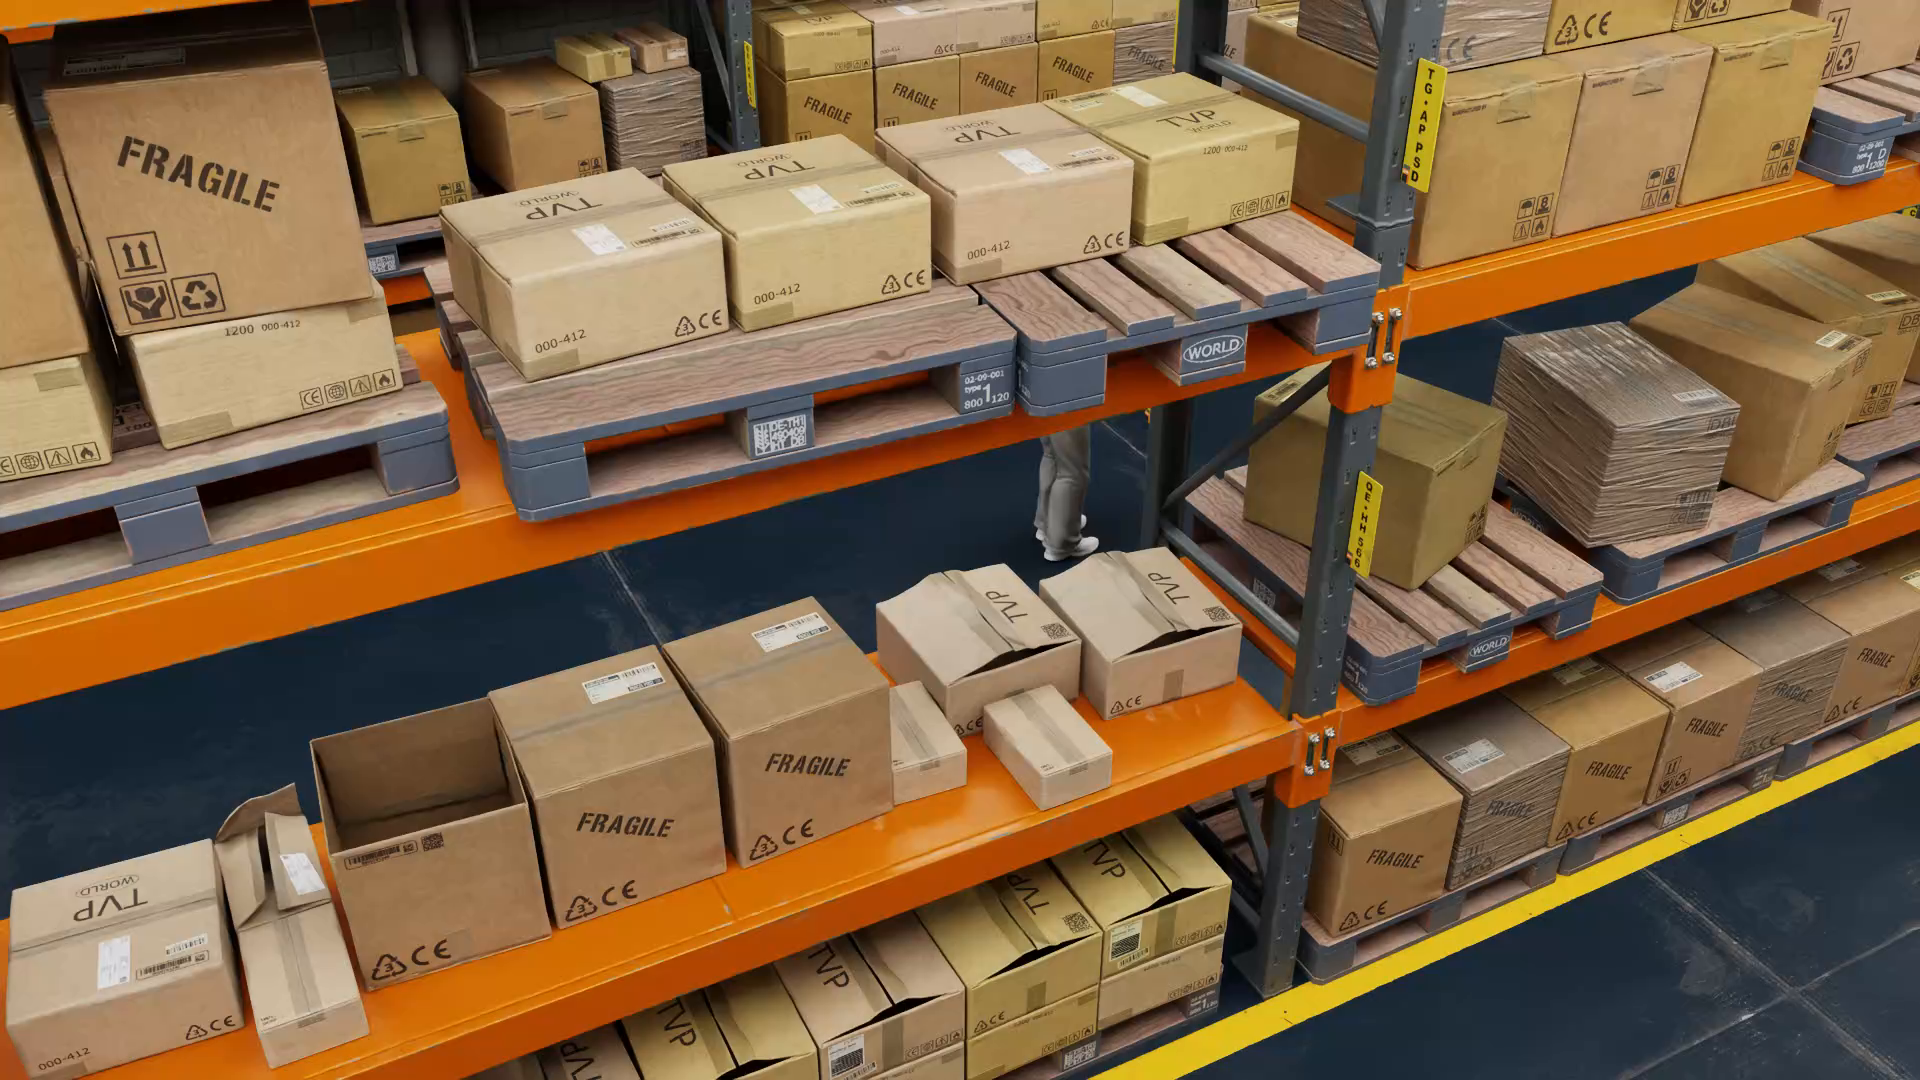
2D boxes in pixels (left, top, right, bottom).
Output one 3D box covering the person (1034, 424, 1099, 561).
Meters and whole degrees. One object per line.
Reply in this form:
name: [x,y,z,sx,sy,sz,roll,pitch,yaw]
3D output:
person: [0.545,-0.690,8.208,0.554,1.663,0.436,-15,36,-22]
